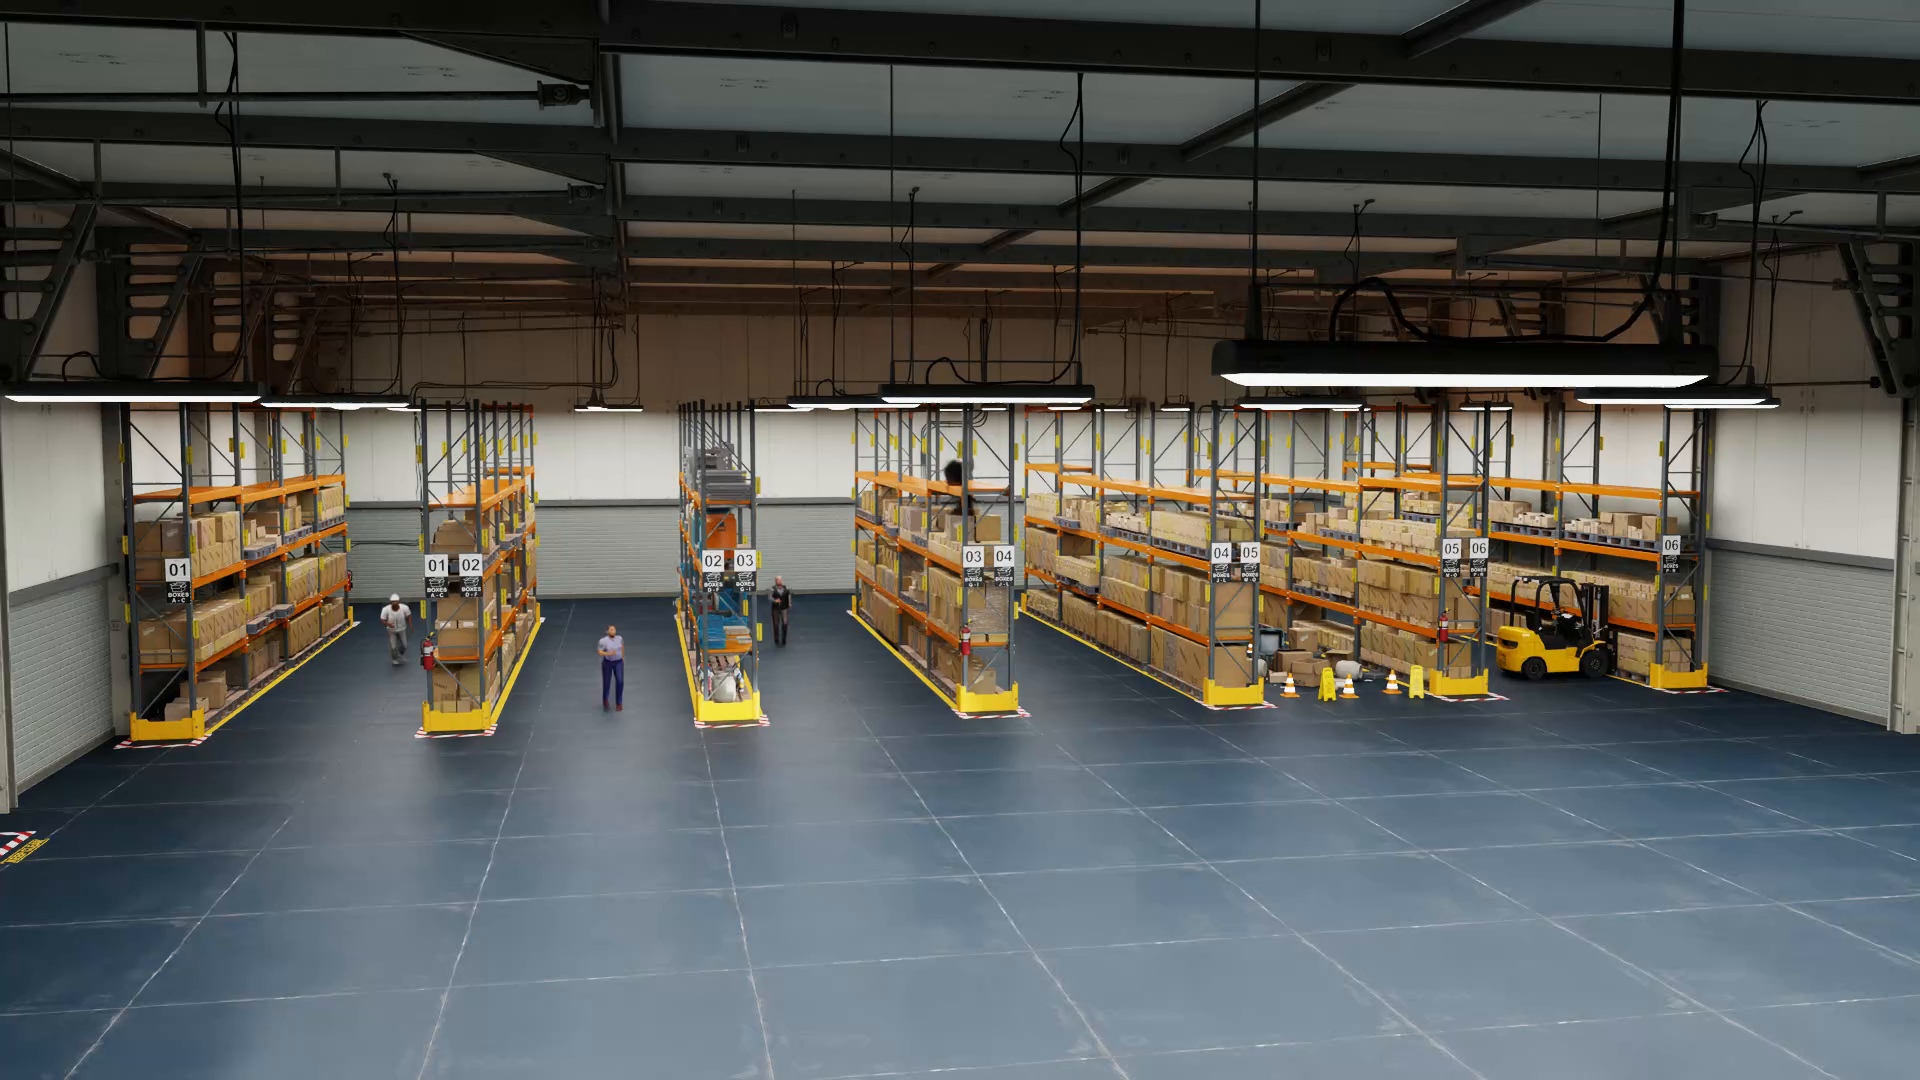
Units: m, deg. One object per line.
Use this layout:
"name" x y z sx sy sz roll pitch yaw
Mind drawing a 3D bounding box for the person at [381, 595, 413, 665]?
"person" -12.800 2.050 37.817 0.715 1.651 0.766 -2 5 -24

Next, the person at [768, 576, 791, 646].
"person" -4.462 1.761 41.215 0.620 1.754 0.813 -1 4 -13

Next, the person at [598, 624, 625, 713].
"person" -6.757 2.511 32.234 0.553 1.625 0.842 -2 5 -22

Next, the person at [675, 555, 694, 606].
"person" -7.969 1.197 48.761 0.769 1.714 0.789 1 5 18
